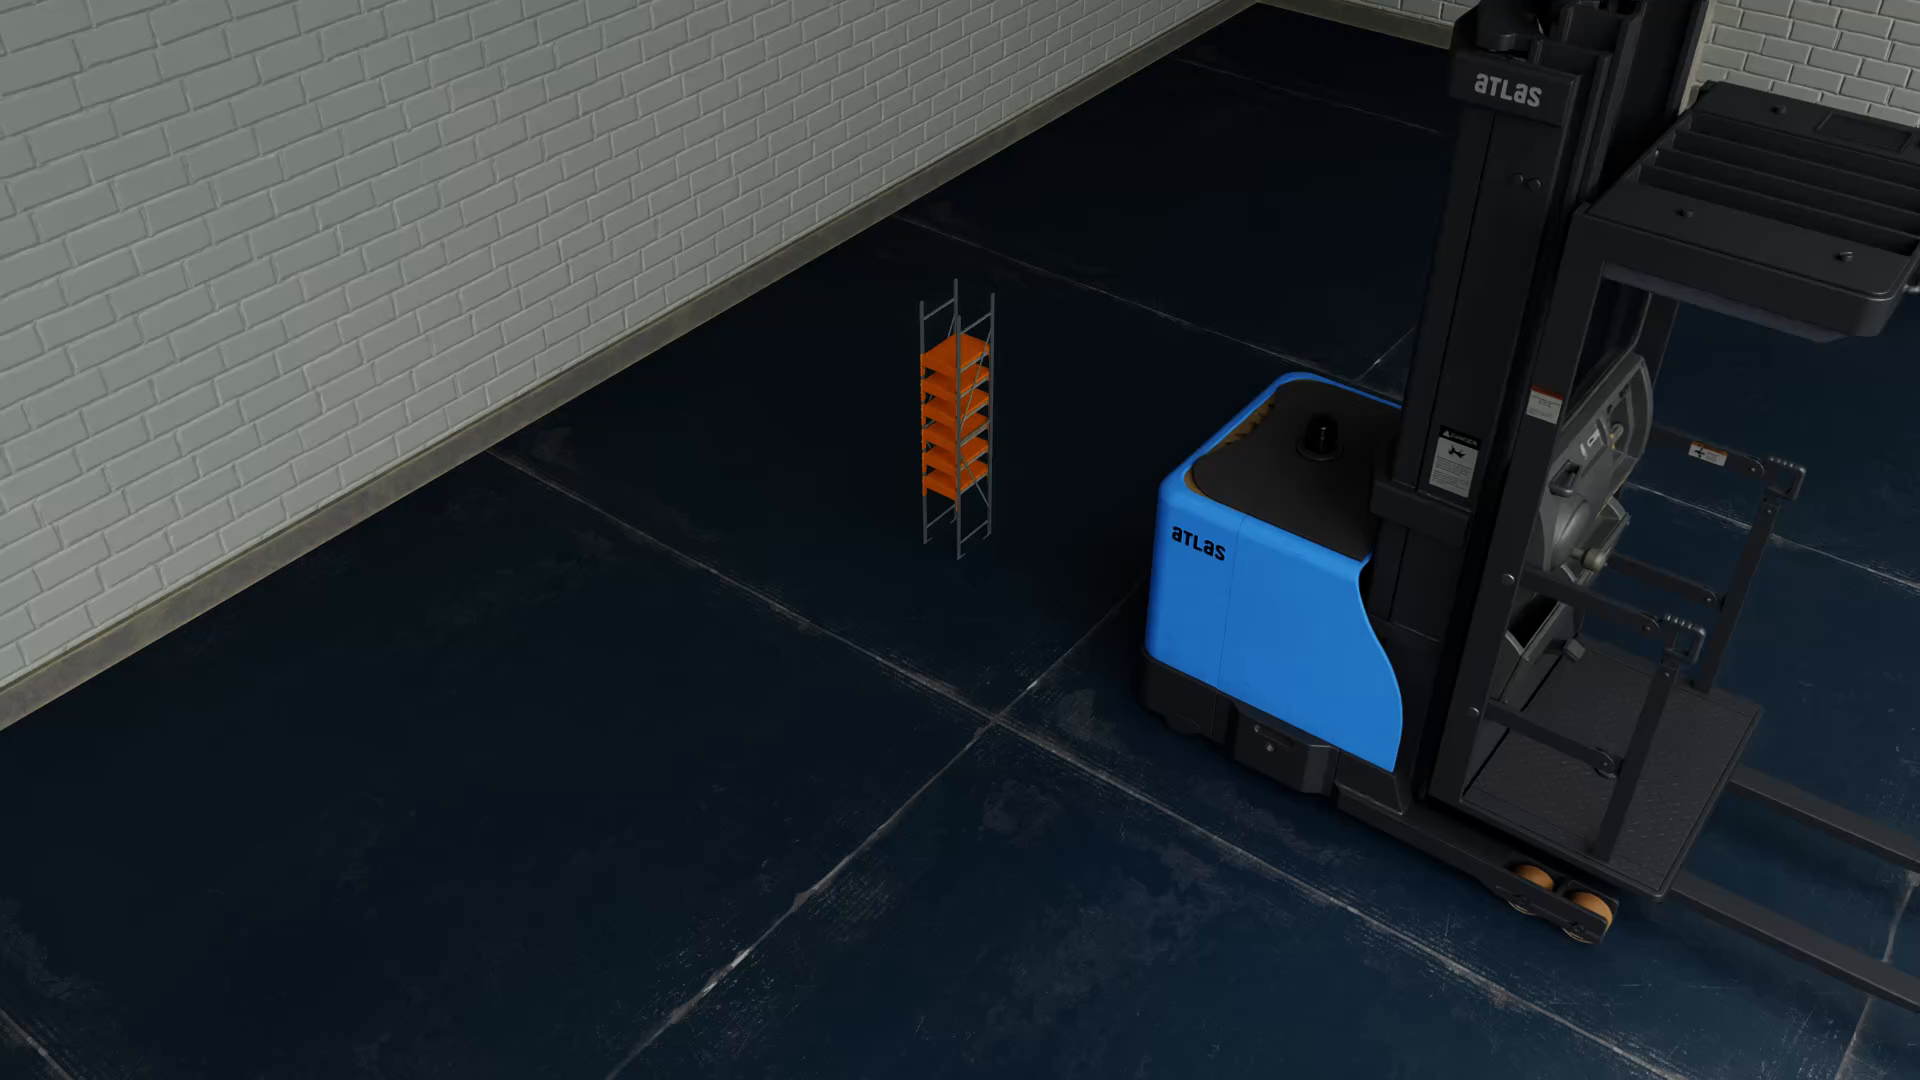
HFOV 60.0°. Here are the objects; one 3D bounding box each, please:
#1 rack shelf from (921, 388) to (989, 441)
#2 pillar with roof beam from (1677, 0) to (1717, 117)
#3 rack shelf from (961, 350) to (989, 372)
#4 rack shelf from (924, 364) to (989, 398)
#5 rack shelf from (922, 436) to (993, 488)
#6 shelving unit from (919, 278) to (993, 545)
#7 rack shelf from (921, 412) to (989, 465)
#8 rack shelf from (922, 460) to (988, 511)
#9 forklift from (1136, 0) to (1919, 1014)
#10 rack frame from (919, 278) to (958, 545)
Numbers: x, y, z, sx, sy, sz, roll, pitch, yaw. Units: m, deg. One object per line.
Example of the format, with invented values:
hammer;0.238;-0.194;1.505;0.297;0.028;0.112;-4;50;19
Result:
rack shelf;-0.011;-0.537;6.840;0.180;0.103;0.258;25;45;29
pillar with roof beam;1.884;-4.262;5.394;0.400;9.000;9.100;25;45;29
rack shelf;-0.011;-0.742;6.680;0.166;0.020;0.199;25;45;29
rack shelf;-0.011;-0.653;6.750;0.171;0.034;0.221;25;45;29
rack shelf;-0.011;-0.348;6.988;0.180;0.103;0.258;25;45;29
shelving unit;-0.013;-0.479;6.888;0.184;1.200;0.258;25;45;29
rack shelf;-0.011;-0.443;6.914;0.180;0.103;0.258;25;45;29
rack shelf;-0.011;-0.254;7.062;0.180;0.103;0.258;25;45;29
forklift;2.156;-0.137;5.156;3.031;2.797;1.129;25;45;28
rack frame;-0.084;-0.512;6.931;0.006;1.200;0.240;25;45;29
